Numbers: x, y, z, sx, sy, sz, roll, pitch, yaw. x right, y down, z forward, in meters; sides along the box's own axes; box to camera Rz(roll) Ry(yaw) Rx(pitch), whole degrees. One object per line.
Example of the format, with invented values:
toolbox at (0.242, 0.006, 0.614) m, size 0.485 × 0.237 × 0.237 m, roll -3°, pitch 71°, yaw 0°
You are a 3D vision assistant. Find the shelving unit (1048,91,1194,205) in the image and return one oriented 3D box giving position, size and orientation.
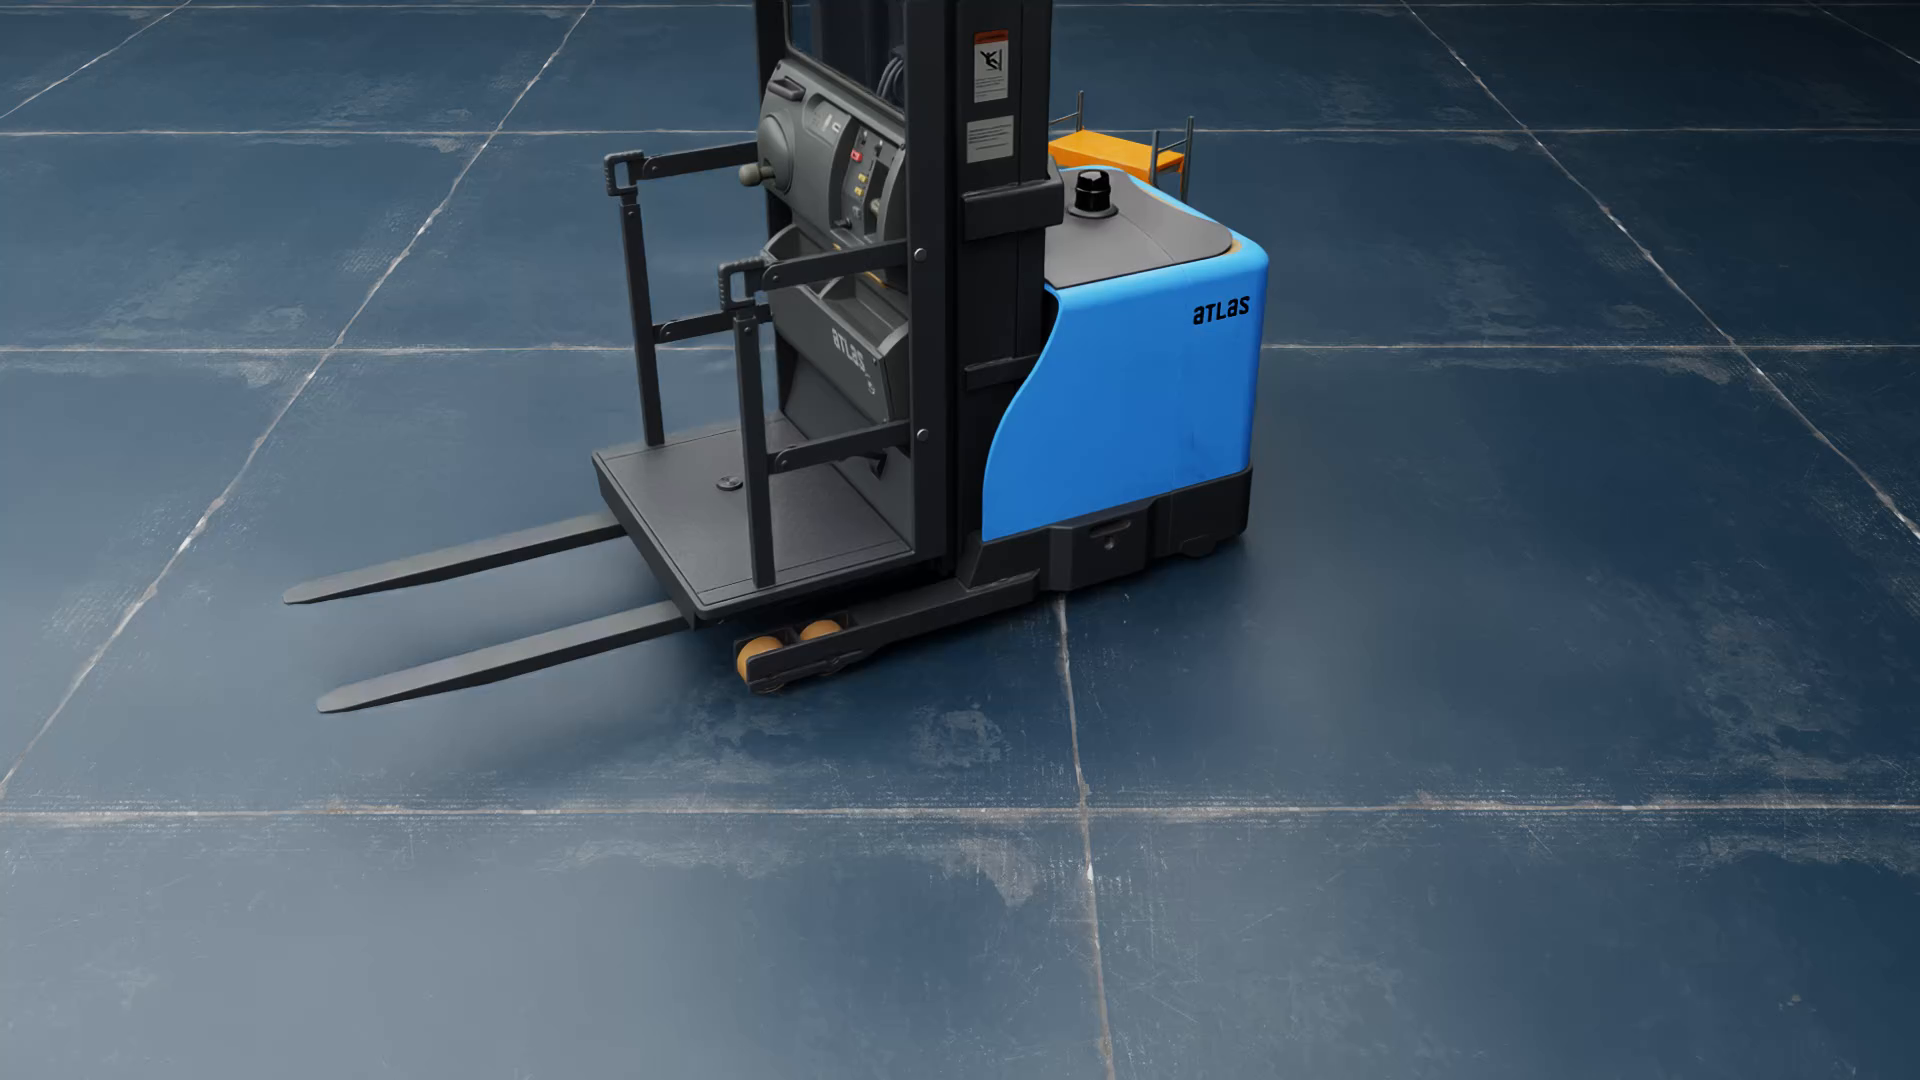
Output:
shelving unit at (0.557, -1.028, 6.281) m, size 0.503 × 1.200 × 0.258 m, roll 24°, pitch 37°, yaw 33°

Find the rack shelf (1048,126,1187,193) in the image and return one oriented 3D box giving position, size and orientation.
rack shelf at (0.563, -1.367, 6.083) m, size 0.480 × 0.148 × 0.258 m, roll 24°, pitch 37°, yaw 33°

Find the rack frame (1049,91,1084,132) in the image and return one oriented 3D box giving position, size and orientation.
rack frame at (0.370, -1.109, 6.416) m, size 0.015 × 1.200 × 0.240 m, roll 24°, pitch 37°, yaw 33°

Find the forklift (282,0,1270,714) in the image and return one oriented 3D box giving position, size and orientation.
forklift at (-0.563, -1.107, 4.750) m, size 3.031 × 2.935 × 1.130 m, roll -15°, pitch 34°, yaw -23°

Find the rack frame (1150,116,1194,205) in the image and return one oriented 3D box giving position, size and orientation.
rack frame at (0.743, -0.946, 6.147) m, size 0.015 × 1.200 × 0.240 m, roll 24°, pitch 37°, yaw 33°
